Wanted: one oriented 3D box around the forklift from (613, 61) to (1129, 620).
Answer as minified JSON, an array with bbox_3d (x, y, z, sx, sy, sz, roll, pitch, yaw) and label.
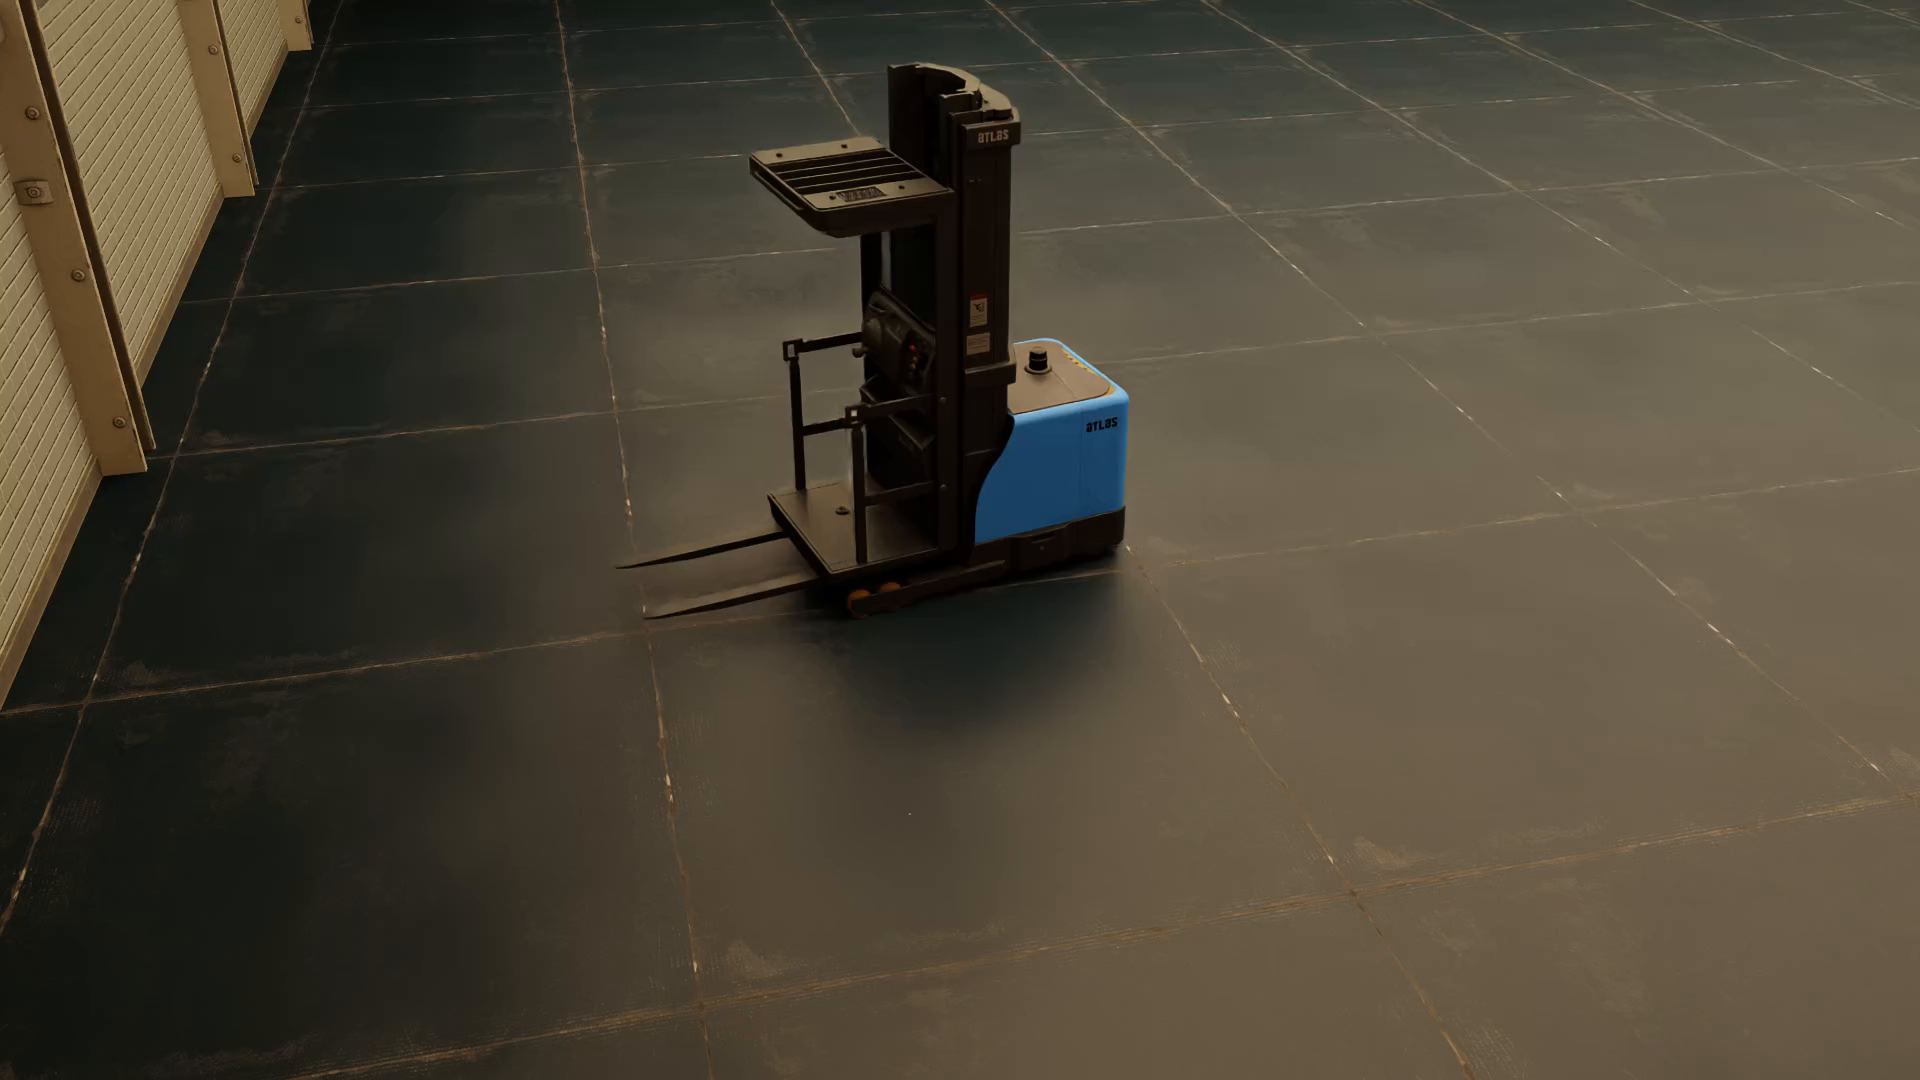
[{"bbox_3d":[-0.539,-1.111,9.494,3.031,2.935,1.130,-13,33,-22],"label":"forklift"}]
